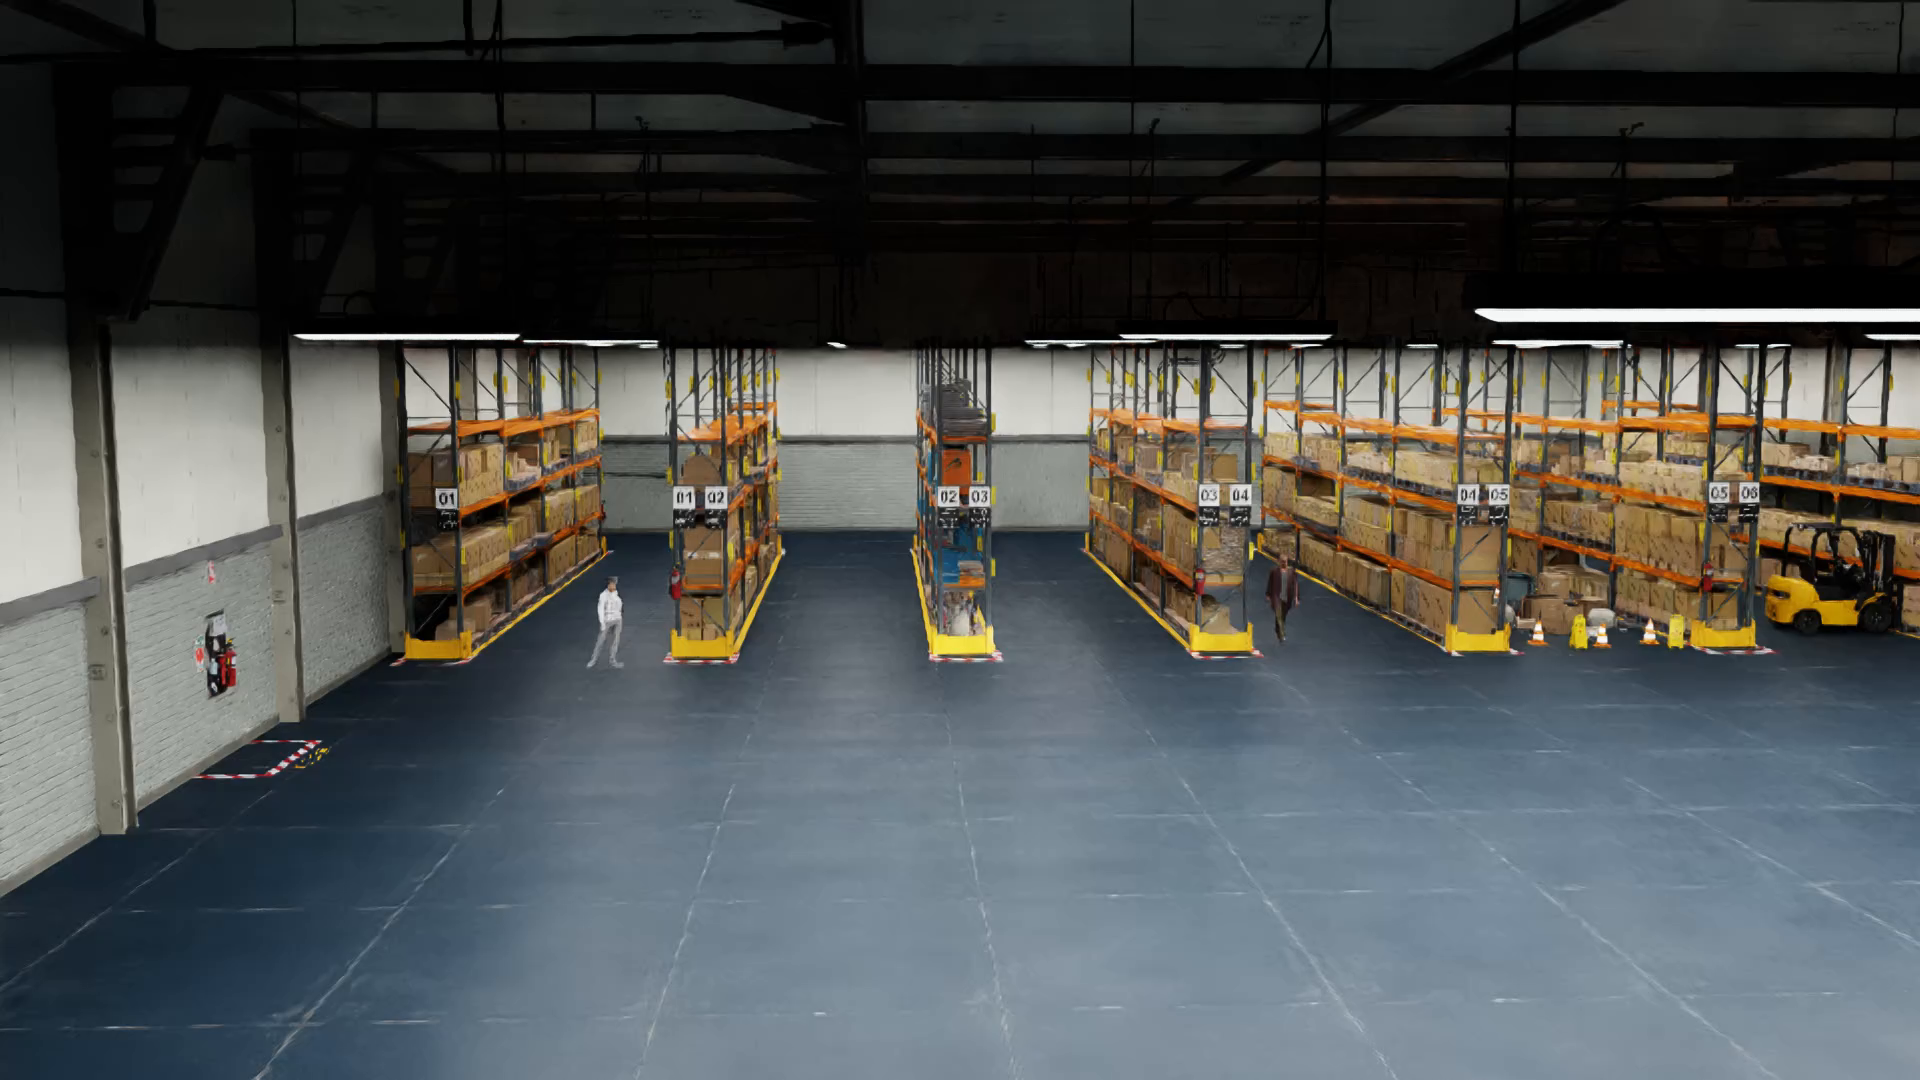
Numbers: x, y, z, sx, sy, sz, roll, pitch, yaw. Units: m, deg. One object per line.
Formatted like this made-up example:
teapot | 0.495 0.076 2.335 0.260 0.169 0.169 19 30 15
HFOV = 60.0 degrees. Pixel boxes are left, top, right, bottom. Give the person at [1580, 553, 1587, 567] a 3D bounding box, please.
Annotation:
person | 16.070 -0.100 43.384 0.636 1.767 0.677 3 7 28

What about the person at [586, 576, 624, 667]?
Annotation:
person | -6.458 1.480 30.171 0.471 1.669 0.663 6 9 44

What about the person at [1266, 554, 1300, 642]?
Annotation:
person | 6.396 1.130 32.898 0.600 1.725 1.111 0 7 -4
